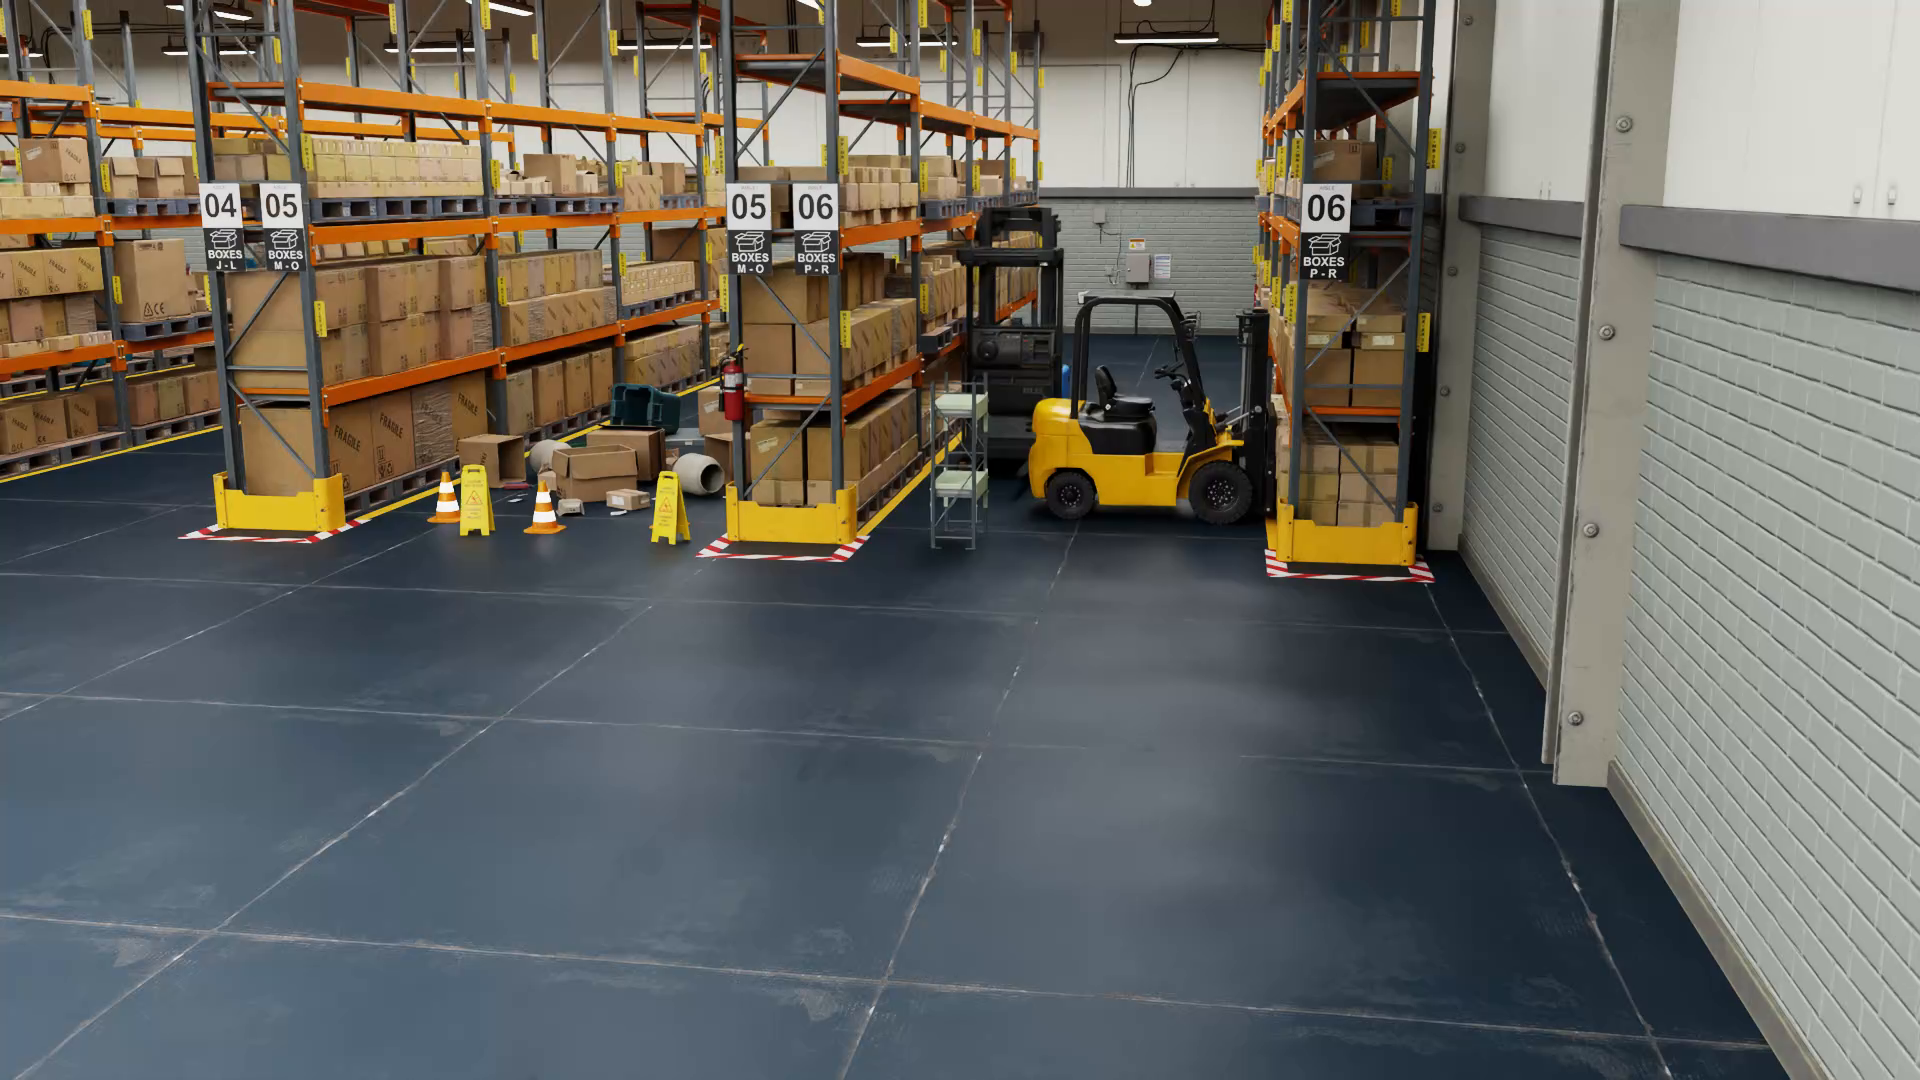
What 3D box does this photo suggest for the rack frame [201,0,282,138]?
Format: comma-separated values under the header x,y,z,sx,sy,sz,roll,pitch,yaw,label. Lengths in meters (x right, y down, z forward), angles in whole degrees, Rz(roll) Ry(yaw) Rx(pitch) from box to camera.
x,y,z,sx,sy,sz,roll,pitch,yaw,label
-10.117,-6.383,23.506,1.000,3.000,0.127,2,12,9,rack frame

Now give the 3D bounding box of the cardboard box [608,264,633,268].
x,y,z,sx,sy,sz,roll,pitch,yaw,label
-5.290,-4.190,25.761,0.380,0.149,0.250,2,12,8,cardboard box

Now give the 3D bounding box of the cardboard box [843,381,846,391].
x,y,z,sx,sy,sz,roll,pitch,yaw,label
-1.274,-1.458,15.491,0.380,0.149,0.250,2,12,9,cardboard box

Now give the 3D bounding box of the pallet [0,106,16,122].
x,y,z,sx,sy,sz,roll,pitch,yaw,label
-14.870,-6.404,25.005,1.213,0.211,1.003,2,12,9,pallet

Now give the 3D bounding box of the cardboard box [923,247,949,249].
x,y,z,sx,sy,sz,roll,pitch,yaw,label
-0.433,-3.890,23.568,0.500,0.500,0.500,2,12,10,cardboard box

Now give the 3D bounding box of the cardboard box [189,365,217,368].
x,y,z,sx,sy,sz,roll,pitch,yaw,label
-10.273,-2.187,23.168,0.700,0.500,0.500,1,12,4,cardboard box

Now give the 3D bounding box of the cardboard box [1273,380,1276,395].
x,y,z,sx,sy,sz,roll,pitch,yaw,label
4.274,-1.607,20.229,0.875,0.625,0.625,1,12,6,cardboard box

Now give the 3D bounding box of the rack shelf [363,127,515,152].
x,y,z,sx,sy,sz,roll,pitch,yaw,label
-9.195,-7.084,29.420,1.077,0.370,4.000,2,12,9,rack shelf

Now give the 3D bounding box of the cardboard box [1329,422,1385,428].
x,y,z,sx,sy,sz,roll,pitch,yaw,label
3.857,-1.062,16.213,0.500,0.250,0.500,2,12,8,cardboard box

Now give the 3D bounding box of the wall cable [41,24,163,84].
x,y,z,sx,sy,sz,roll,pitch,yaw,label
-19.674,-10.559,38.266,3.097,2.526,0.112,2,12,9,wall cable

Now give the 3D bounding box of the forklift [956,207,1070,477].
x,y,z,sx,sy,sz,roll,pitch,yaw,label
0.571,-2.202,18.510,1.130,2.935,3.031,2,12,9,forklift

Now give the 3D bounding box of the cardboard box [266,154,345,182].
x,y,z,sx,sy,sz,roll,pitch,yaw,label
-6.134,-3.488,15.609,0.500,0.250,0.500,2,12,9,cardboard box

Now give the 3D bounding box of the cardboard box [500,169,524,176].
x,y,z,sx,sy,sz,roll,pitch,yaw,label
-5.717,-4.590,21.288,0.500,0.311,0.500,2,12,8,cardboard box

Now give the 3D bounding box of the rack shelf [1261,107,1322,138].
x,y,z,sx,sy,sz,roll,pitch,yaw,label
5.503,-6.797,27.146,1.077,0.370,4.000,2,12,9,rack shelf

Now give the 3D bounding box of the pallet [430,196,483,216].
x,y,z,sx,sy,sz,roll,pitch,yaw,label
-5.983,-3.689,18.336,1.003,0.211,1.213,2,12,9,pallet

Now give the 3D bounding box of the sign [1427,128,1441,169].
x,y,z,sx,sy,sz,roll,pitch,yaw,label
3.897,-3.217,13.673,0.100,0.325,0.005,2,12,9,sign

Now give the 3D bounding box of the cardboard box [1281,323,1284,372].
x,y,z,sx,sy,sz,roll,pitch,yaw,label
3.575,-1.992,17.137,0.500,0.500,0.500,2,12,10,cardboard box

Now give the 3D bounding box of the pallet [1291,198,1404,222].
x,y,z,sx,sy,sz,roll,pitch,yaw,label
3.669,-3.128,15.733,1.003,0.211,1.213,2,12,9,pallet

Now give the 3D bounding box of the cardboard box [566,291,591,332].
x,y,z,sx,sy,sz,roll,pitch,yaw,label
-5.191,-3.007,21.845,0.500,0.500,0.500,2,12,8,cardboard box

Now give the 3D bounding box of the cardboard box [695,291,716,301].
x,y,z,sx,sy,sz,roll,pitch,yaw,label
-4.250,-4.026,27.410,0.380,0.149,0.250,2,12,11,cardboard box

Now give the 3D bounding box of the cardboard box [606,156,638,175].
x,y,z,sx,sy,sz,roll,pitch,yaw,label
-4.818,-5.340,23.735,0.396,0.266,0.258,2,12,9,cardboard box

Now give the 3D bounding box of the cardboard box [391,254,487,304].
x,y,z,sx,sy,sz,roll,pitch,yaw,label
-5.938,-2.961,18.951,0.875,0.550,0.550,2,12,9,cardboard box

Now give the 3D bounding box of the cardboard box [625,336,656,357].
x,y,z,sx,sy,sz,roll,pitch,yaw,label
-4.809,-2.859,24.555,0.500,0.250,0.500,2,12,8,cardboard box

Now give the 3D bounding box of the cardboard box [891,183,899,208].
x,y,z,sx,sy,sz,roll,pitch,yaw,label
-0.912,-3.523,17.008,0.500,0.250,0.500,2,12,8,cardboard box

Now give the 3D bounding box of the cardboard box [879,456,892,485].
x,y,z,sx,sy,sz,roll,pitch,yaw,label
-1.001,-0.704,16.925,0.500,0.250,0.500,3,12,12,cardboard box

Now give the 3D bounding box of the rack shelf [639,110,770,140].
x,y,z,sx,sy,sz,roll,pitch,yaw,label
-4.309,-7.097,28.535,1.077,0.370,4.000,2,12,9,rack shelf

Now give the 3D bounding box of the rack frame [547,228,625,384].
x,y,z,sx,sy,sz,roll,pitch,yaw,label
-5.232,-3.268,23.295,1.000,3.000,0.127,2,12,9,rack frame

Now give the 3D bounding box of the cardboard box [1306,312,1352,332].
x,y,z,sx,sy,sz,roll,pitch,yaw,label
3.196,-1.896,14.446,0.380,0.149,0.250,2,12,9,cardboard box

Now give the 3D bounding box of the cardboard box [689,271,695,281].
x,y,z,sx,sy,sz,roll,pitch,yaw,label
-4.483,-4.240,26.696,0.380,0.149,0.250,2,12,10,cardboard box

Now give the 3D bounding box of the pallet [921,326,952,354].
x,y,z,sx,sy,sz,roll,pitch,yaw,label
-0.679,-2.357,19.521,1.003,0.211,1.213,2,12,9,pallet

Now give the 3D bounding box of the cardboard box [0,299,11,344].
x,y,z,sx,sy,sz,roll,pitch,yaw,label
-11.070,-2.407,18.355,0.875,0.500,0.500,2,12,9,cardboard box

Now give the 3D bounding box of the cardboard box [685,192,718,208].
x,y,z,sx,sy,sz,roll,pitch,yaw,label
-4.285,-5.582,27.266,0.500,0.250,0.500,3,12,12,cardboard box

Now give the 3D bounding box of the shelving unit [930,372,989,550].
x,y,z,sx,sy,sz,roll,pitch,yaw,label
-0.001,-0.732,15.086,0.431,1.500,0.755,2,12,9,shelving unit

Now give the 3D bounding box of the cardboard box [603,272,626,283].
x,y,z,sx,sy,sz,roll,pitch,yaw,label
-4.969,-3.732,23.636,0.380,0.149,0.250,2,12,9,cardboard box

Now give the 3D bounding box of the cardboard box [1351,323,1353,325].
x,y,z,sx,sy,sz,roll,pitch,yaw,label
3.916,-2.050,15.865,0.380,0.149,0.250,2,12,8,cardboard box

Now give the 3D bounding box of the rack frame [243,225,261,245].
x,y,z,sx,sy,sz,roll,pitch,yaw,label
-13.781,-5.276,32.610,1.000,3.000,0.127,2,12,9,rack frame

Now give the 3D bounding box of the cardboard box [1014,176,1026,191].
x,y,z,sx,sy,sz,roll,pitch,yaw,label
0.925,-6.345,29.573,0.500,0.250,0.500,1,12,3,cardboard box

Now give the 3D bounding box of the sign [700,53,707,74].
x,y,z,sx,sy,sz,roll,pitch,yaw,label
-4.067,-7.551,26.334,0.100,0.325,0.005,2,12,9,sign

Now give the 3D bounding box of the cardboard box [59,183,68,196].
x,y,z,sx,sy,sz,roll,pitch,yaw,label
-10.628,-4.076,19.331,0.380,0.149,0.250,2,12,9,cardboard box

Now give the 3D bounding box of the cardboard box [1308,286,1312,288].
x,y,z,sx,sy,sz,roll,pitch,yaw,label
4.149,-3.060,20.552,0.380,0.149,0.250,2,12,9,cardboard box

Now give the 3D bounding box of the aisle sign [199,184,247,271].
x,y,z,sx,sy,sz,roll,pitch,yaw,label
-6.770,-2.869,15.270,0.394,0.787,0.004,2,12,9,aisle sign

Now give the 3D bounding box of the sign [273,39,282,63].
x,y,z,sx,sy,sz,roll,pitch,yaw,label
-9.580,-6.862,23.328,0.100,0.325,0.005,2,12,9,sign

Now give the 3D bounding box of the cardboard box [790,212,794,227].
x,y,z,sx,sy,sz,roll,pitch,yaw,label
-1.697,-2.998,15.515,0.380,0.149,0.250,2,12,10,cardboard box

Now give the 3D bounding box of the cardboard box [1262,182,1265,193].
x,y,z,sx,sy,sz,roll,pitch,yaw,label
4.554,-5.085,23.966,0.380,0.149,0.250,2,12,10,cardboard box

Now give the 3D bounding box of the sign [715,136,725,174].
x,y,z,sx,sy,sz,roll,pitch,yaw,label
-2.101,-3.385,14.615,0.100,0.325,0.005,2,12,9,sign

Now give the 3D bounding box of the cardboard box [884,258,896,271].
x,y,z,sx,sy,sz,roll,pitch,yaw,label
-0.980,-3.318,20.046,0.380,0.149,0.250,1,12,6,cardboard box

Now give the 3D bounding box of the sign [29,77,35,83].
x,y,z,sx,sy,sz,roll,pitch,yaw,label
-18.130,-8.882,32.509,0.100,0.325,0.005,2,12,9,sign

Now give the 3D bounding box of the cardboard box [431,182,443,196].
x,y,z,sx,sy,sz,roll,pitch,yaw,label
-5.743,-3.736,17.706,0.380,0.149,0.250,2,12,10,cardboard box

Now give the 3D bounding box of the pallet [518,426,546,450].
x,y,z,sx,sy,sz,roll,pitch,yaw,label
-5.803,-1.235,20.482,1.003,0.211,1.213,2,12,9,pallet

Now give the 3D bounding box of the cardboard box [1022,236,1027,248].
x,y,z,sx,sy,sz,roll,pitch,yaw,label
0.856,-4.907,28.287,0.500,0.500,0.500,2,12,8,cardboard box

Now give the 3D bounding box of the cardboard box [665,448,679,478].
x,y,z,sx,sy,sz,roll,pitch,yaw,label
-3.186,-0.860,18.609,0.258,0.266,0.396,-7,14,-30,cardboard box
